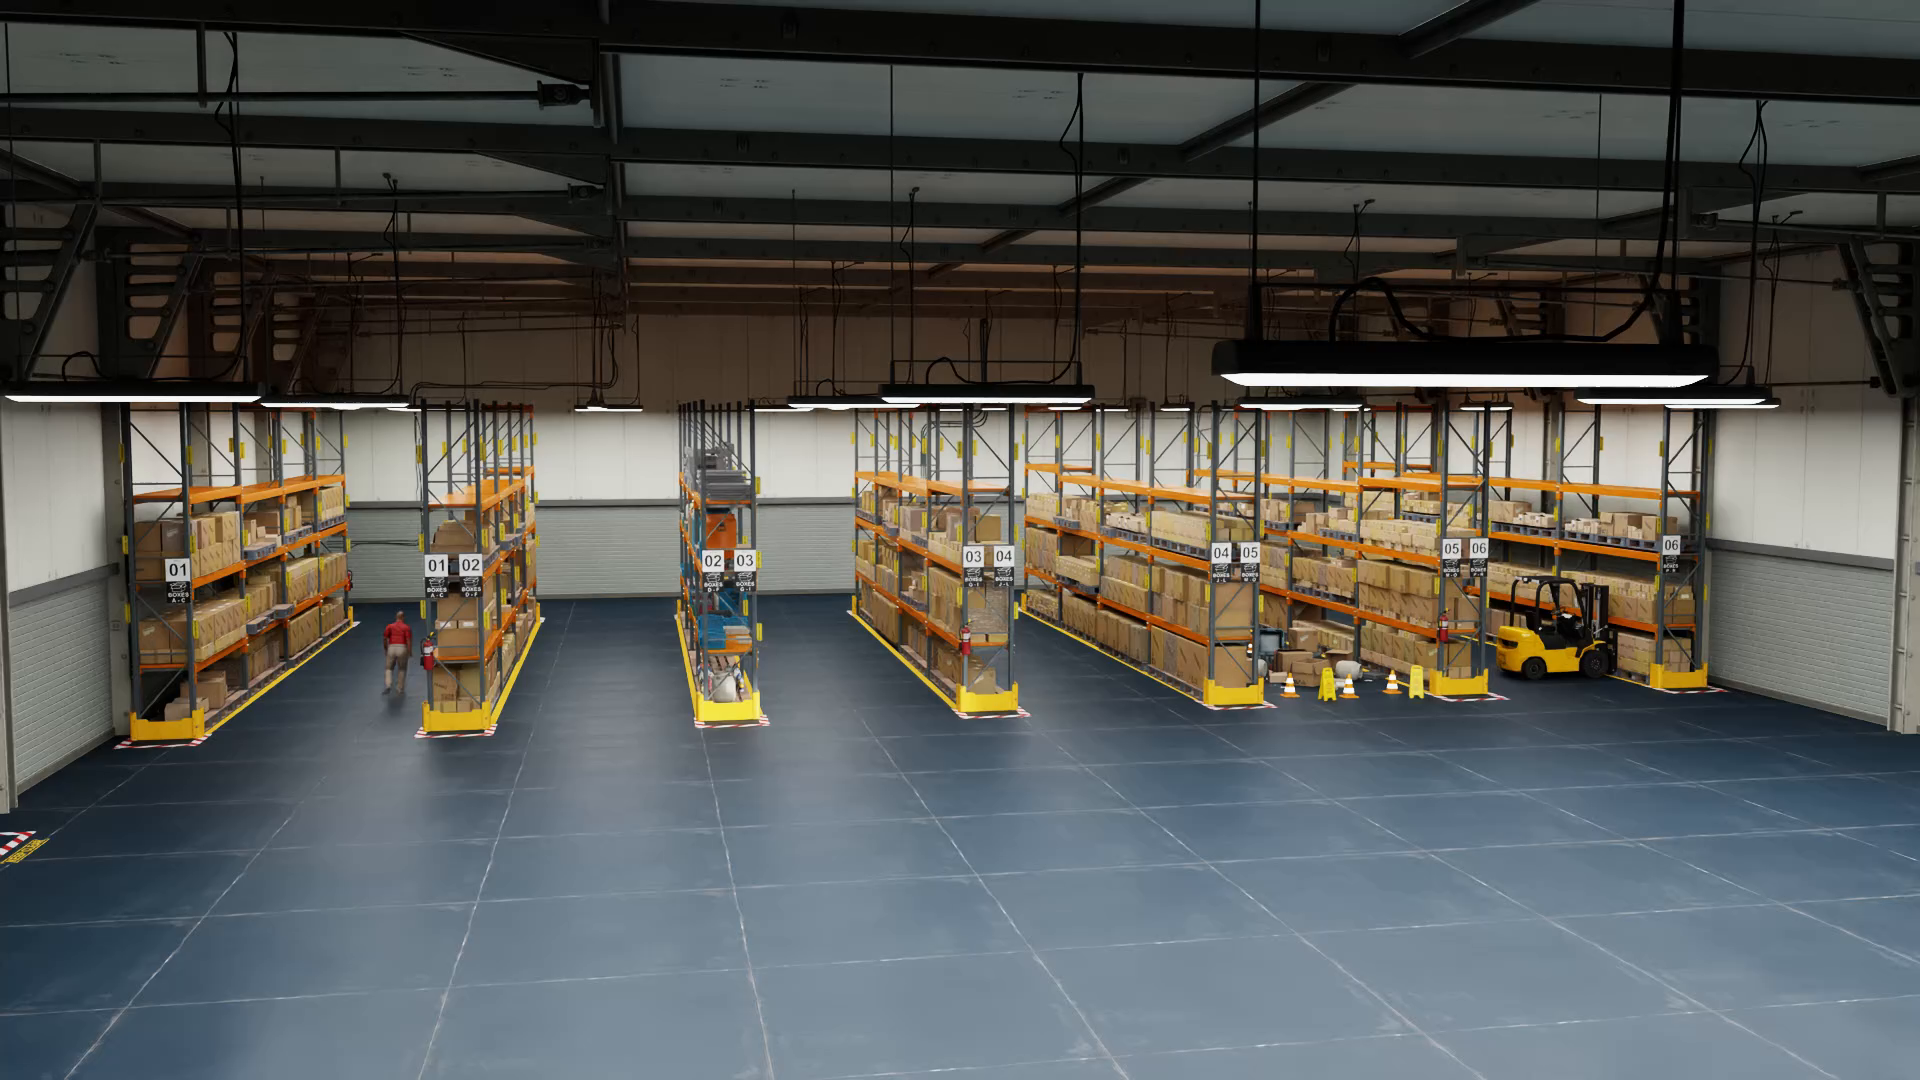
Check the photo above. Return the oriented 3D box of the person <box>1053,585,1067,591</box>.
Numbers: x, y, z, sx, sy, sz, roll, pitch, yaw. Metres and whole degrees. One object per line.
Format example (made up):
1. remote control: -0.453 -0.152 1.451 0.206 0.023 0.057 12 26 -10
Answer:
1. person: 2.985 1.143 49.855 0.829 1.642 0.495 1 4 7

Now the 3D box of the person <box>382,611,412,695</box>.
1. person: -11.463 2.324 33.864 0.594 1.699 0.656 -1 4 -8
